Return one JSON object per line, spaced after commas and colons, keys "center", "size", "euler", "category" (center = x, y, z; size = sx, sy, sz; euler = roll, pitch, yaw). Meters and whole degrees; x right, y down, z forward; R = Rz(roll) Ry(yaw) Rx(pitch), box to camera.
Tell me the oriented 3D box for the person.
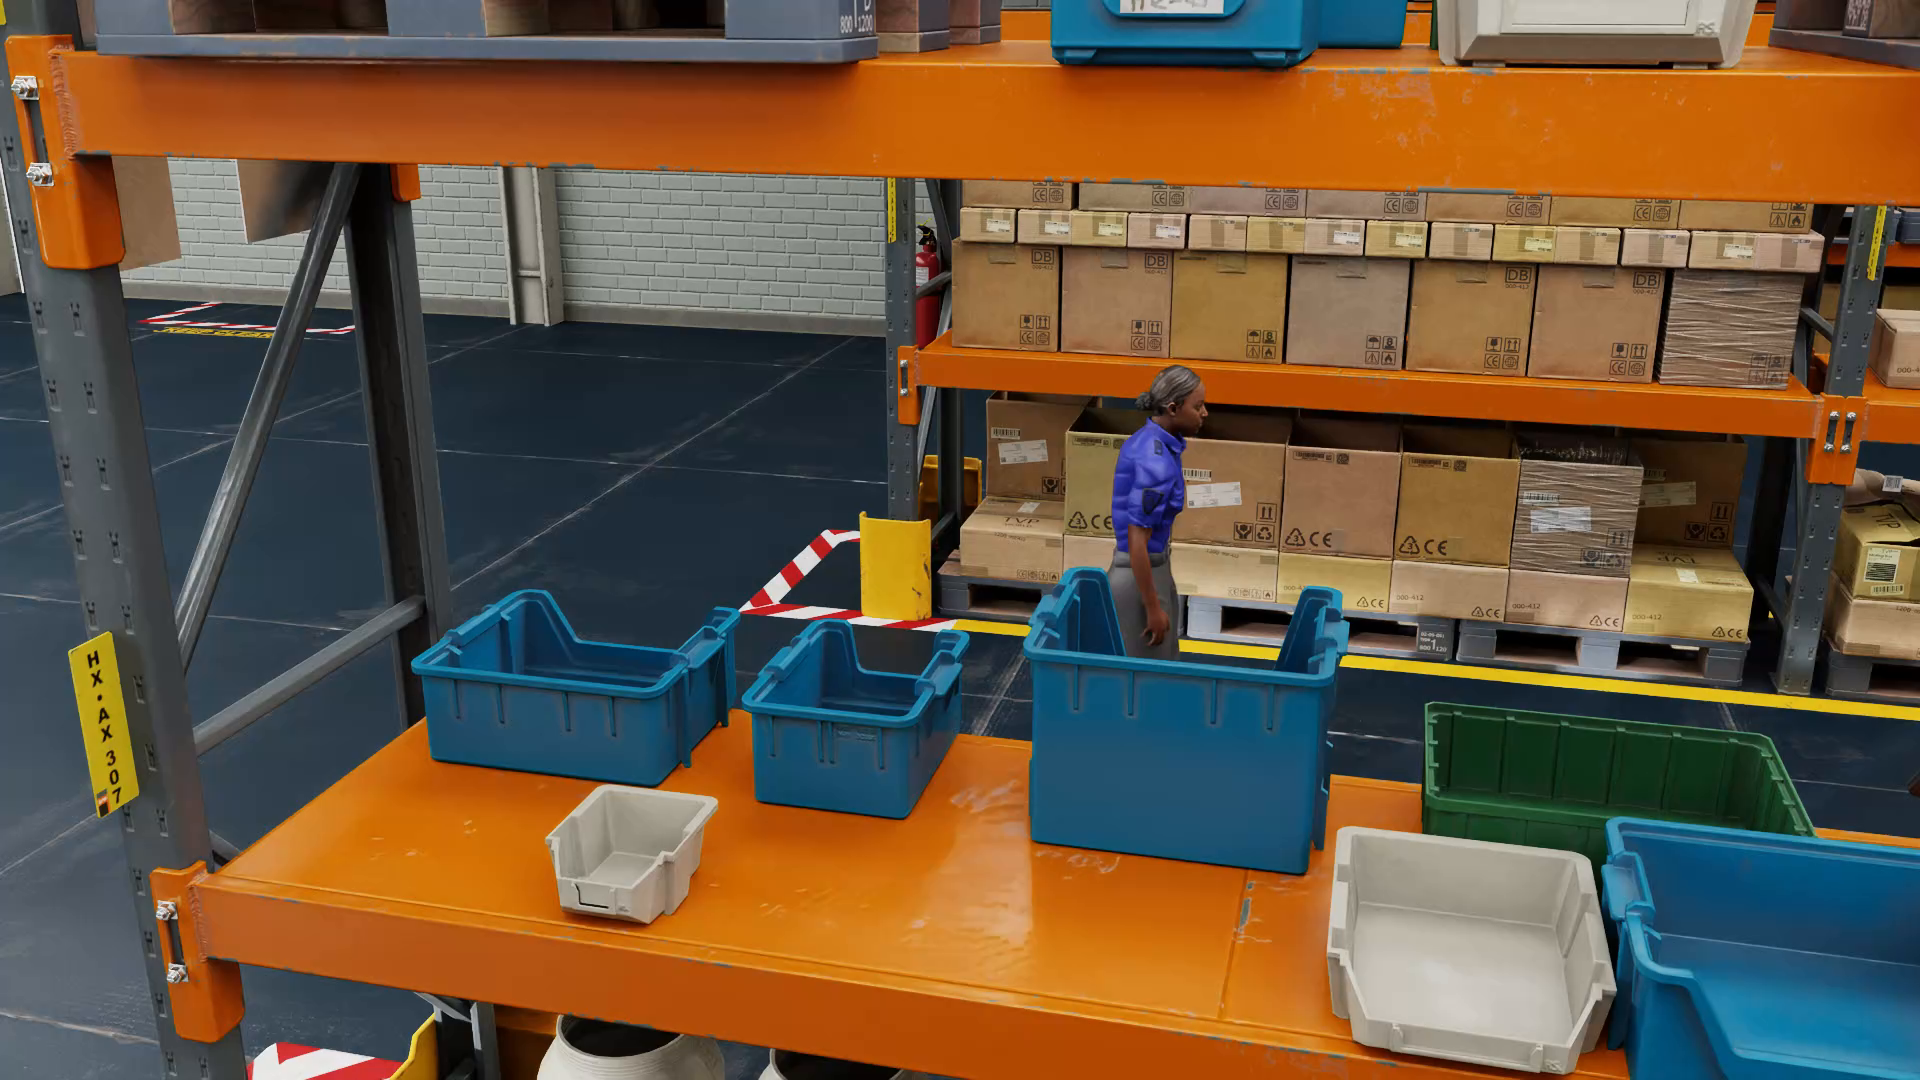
{"center": [0.691, 0.183, 6.015], "size": [0.346, 1.656, 0.532], "euler": [4, 19, 11], "category": "person"}
